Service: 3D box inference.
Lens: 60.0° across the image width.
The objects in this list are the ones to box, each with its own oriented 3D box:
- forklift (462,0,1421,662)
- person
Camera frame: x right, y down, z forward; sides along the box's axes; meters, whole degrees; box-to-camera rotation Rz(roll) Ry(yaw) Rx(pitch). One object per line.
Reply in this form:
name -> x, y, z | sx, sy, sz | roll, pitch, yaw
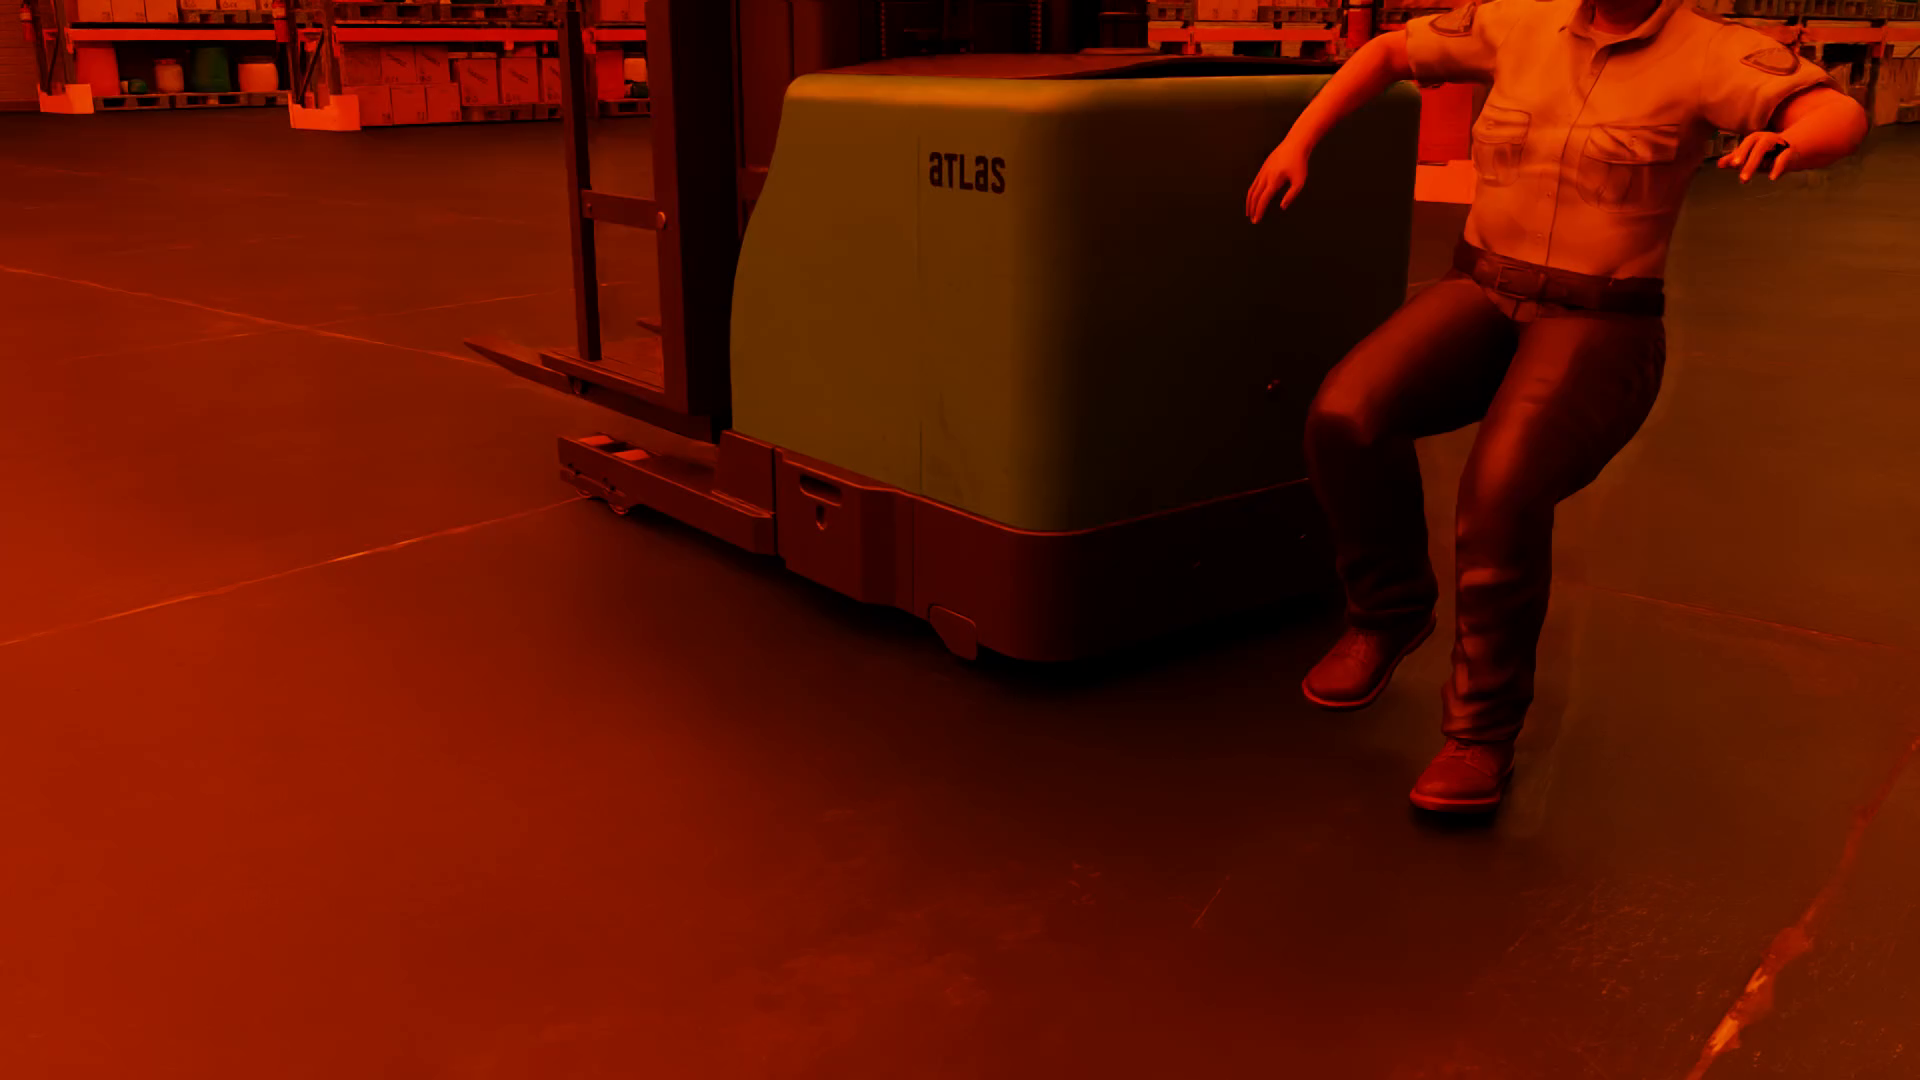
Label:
forklift -> -0.380, -1.541, 3.973 | 1.130, 2.935, 3.031 | -13, 21, -36
person -> 0.849, -0.359, 2.667 | 0.975, 1.415, 0.797 | 13, 21, 36
